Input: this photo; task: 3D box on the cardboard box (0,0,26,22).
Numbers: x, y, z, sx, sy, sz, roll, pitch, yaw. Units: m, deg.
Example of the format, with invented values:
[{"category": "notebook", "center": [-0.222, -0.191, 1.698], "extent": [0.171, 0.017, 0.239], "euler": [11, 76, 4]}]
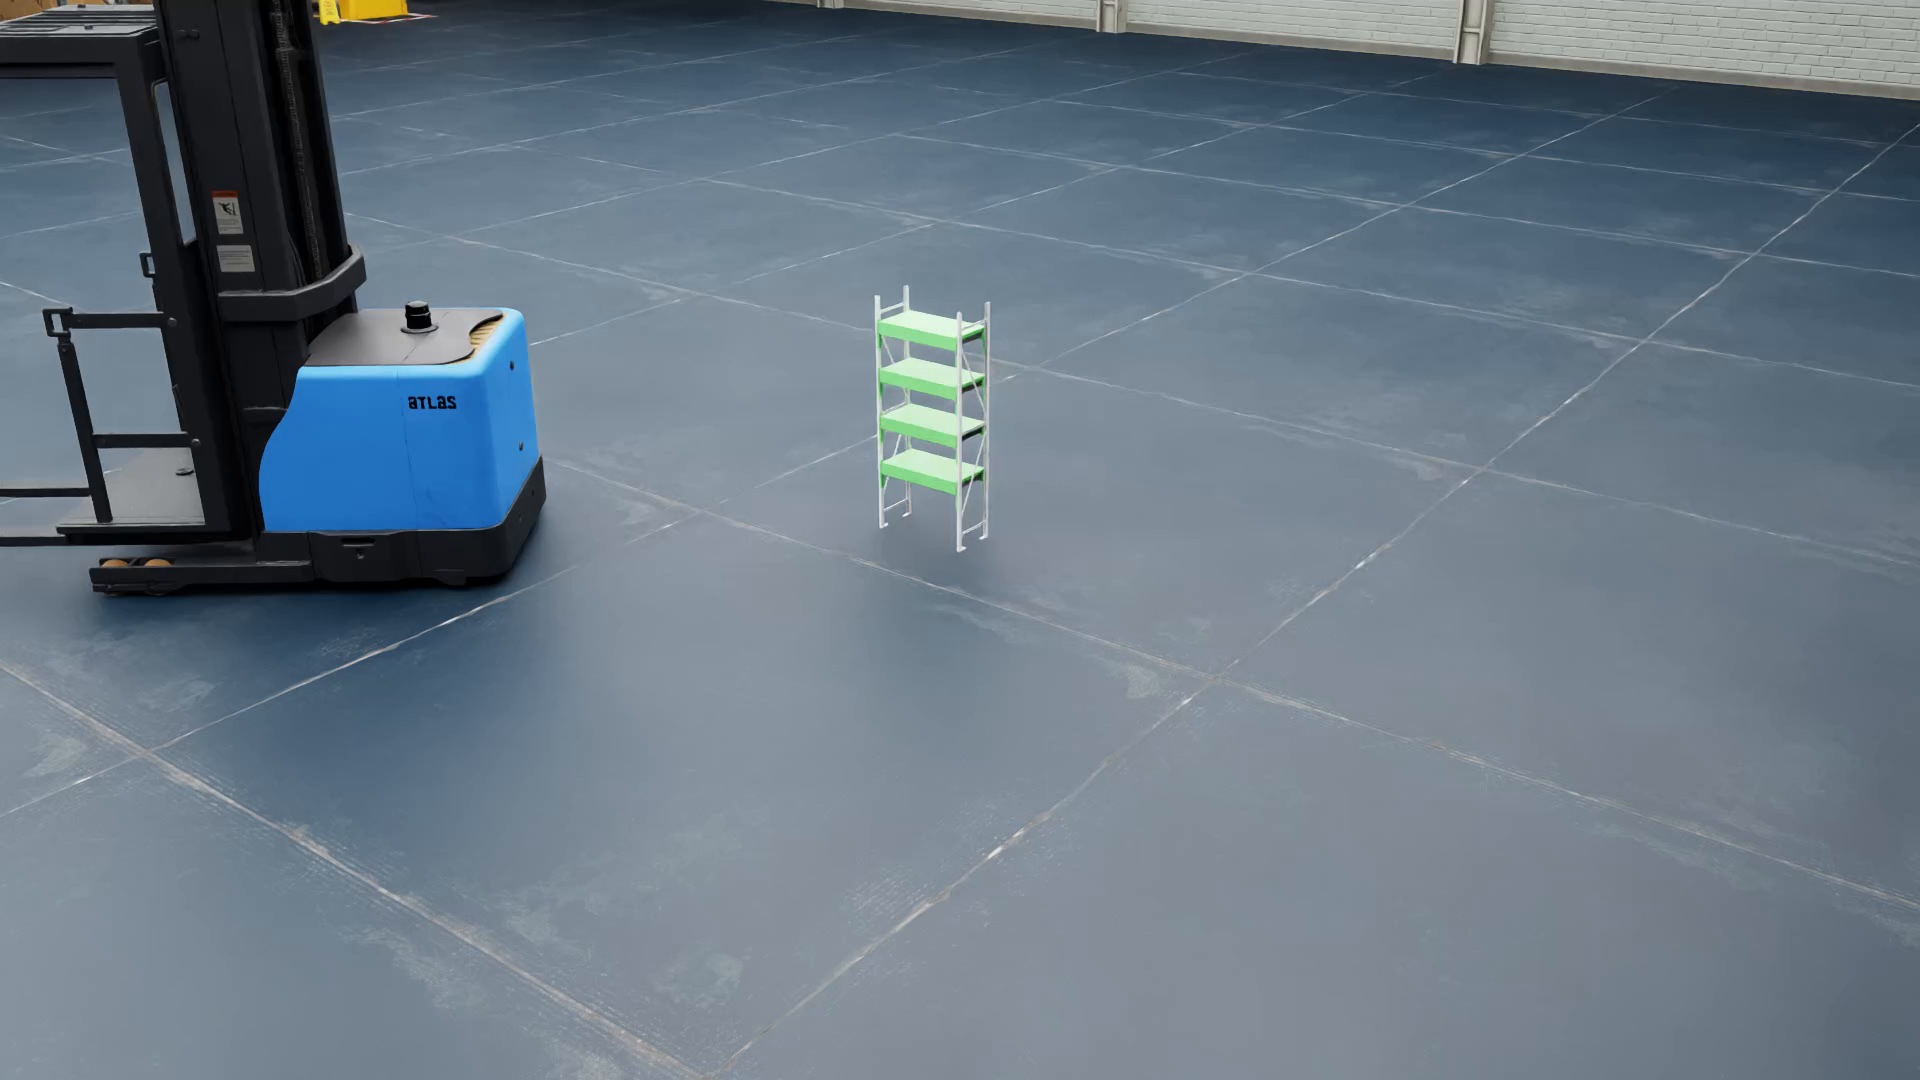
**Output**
[{"category": "cardboard box", "center": [-14.280, -8.403, 25.716], "extent": [0.875, 0.875, 0.875], "euler": [16, 29, 32]}]

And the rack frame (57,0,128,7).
[{"category": "rack frame", "center": [-12.993, -8.829, 24.567], "extent": [0.127, 3.000, 1.000], "euler": [17, 29, 33]}]

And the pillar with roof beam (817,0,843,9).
[{"category": "pillar with roof beam", "center": [-4.928, -12.417, 25.271], "extent": [0.400, 9.000, 9.100], "euler": [17, 29, 33]}]

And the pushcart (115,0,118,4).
[{"category": "pushcart", "center": [-14.633, -9.470, 29.274], "extent": [0.936, 0.377, 1.648], "euler": [7, 25, 15]}]

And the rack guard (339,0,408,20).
[{"category": "rack guard", "center": [-10.166, -9.325, 28.793], "extent": [0.348, 0.500, 1.175], "euler": [17, 29, 33]}]

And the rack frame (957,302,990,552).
[{"category": "rack frame", "center": [0.063, -0.530, 7.965], "extent": [0.015, 1.200, 0.240], "euler": [17, 29, 33]}]

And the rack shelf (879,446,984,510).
[{"category": "rack shelf", "center": [-0.132, -0.311, 8.221], "extent": [0.480, 0.148, 0.258], "euler": [17, 29, 33]}]

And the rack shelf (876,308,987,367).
[{"category": "rack shelf", "center": [-0.132, -0.970, 7.931], "extent": [0.480, 0.148, 0.258], "euler": [17, 29, 33]}]

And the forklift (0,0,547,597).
[{"category": "forklift", "center": [-3.629, -1.298, 7.561], "extent": [3.031, 2.935, 1.130], "euler": [-1, 24, -2]}]

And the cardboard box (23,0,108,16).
[{"category": "cardboard box", "center": [-13.575, -8.191, 25.235], "extent": [0.875, 0.875, 0.875], "euler": [17, 29, 34]}]

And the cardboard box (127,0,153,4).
[{"category": "cardboard box", "center": [-13.782, -9.201, 28.341], "extent": [0.503, 0.637, 0.797], "euler": [17, 29, 33]}]

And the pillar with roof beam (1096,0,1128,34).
[{"category": "pillar with roof beam", "center": [-0.127, -10.966, 21.978], "extent": [0.400, 9.000, 9.100], "euler": [17, 29, 33]}]

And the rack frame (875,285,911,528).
[{"category": "rack frame", "center": [-0.328, -0.648, 8.233], "extent": [0.015, 1.200, 0.240], "euler": [17, 29, 33]}]

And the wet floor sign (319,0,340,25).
[{"category": "wet floor sign", "center": [-10.594, -8.982, 27.834], "extent": [0.267, 0.644, 0.232], "euler": [-15, 28, -30]}]

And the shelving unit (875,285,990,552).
[{"category": "shelving unit", "center": [-0.132, -0.589, 8.099], "extent": [0.503, 1.200, 0.258], "euler": [17, 29, 33]}]

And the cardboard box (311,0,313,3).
[{"category": "cardboard box", "center": [-11.323, -9.620, 29.254], "extent": [0.500, 0.250, 0.500], "euler": [17, 29, 33]}]

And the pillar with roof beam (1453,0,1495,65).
[{"category": "pillar with roof beam", "center": [4.674, -9.515, 18.685], "extent": [0.400, 9.000, 9.100], "euler": [17, 29, 33]}]

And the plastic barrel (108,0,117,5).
[{"category": "plastic barrel", "center": [-14.366, -8.838, 27.783], "extent": [0.512, 0.421, 0.421], "euler": [-5, 24, -12]}]

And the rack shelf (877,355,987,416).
[{"category": "rack shelf", "center": [-0.132, -0.750, 8.028], "extent": [0.480, 0.148, 0.258], "euler": [17, 29, 33]}]

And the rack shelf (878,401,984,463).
[{"category": "rack shelf", "center": [-0.132, -0.531, 8.125], "extent": [0.480, 0.148, 0.258], "euler": [17, 29, 33]}]

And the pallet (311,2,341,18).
[{"category": "pallet", "center": [-10.794, -9.400, 29.323], "extent": [1.213, 0.211, 1.003], "euler": [17, 29, 33]}]

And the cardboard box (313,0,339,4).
[{"category": "cardboard box", "center": [-10.932, -9.498, 28.977], "extent": [0.500, 0.250, 0.500], "euler": [17, 29, 33]}]
